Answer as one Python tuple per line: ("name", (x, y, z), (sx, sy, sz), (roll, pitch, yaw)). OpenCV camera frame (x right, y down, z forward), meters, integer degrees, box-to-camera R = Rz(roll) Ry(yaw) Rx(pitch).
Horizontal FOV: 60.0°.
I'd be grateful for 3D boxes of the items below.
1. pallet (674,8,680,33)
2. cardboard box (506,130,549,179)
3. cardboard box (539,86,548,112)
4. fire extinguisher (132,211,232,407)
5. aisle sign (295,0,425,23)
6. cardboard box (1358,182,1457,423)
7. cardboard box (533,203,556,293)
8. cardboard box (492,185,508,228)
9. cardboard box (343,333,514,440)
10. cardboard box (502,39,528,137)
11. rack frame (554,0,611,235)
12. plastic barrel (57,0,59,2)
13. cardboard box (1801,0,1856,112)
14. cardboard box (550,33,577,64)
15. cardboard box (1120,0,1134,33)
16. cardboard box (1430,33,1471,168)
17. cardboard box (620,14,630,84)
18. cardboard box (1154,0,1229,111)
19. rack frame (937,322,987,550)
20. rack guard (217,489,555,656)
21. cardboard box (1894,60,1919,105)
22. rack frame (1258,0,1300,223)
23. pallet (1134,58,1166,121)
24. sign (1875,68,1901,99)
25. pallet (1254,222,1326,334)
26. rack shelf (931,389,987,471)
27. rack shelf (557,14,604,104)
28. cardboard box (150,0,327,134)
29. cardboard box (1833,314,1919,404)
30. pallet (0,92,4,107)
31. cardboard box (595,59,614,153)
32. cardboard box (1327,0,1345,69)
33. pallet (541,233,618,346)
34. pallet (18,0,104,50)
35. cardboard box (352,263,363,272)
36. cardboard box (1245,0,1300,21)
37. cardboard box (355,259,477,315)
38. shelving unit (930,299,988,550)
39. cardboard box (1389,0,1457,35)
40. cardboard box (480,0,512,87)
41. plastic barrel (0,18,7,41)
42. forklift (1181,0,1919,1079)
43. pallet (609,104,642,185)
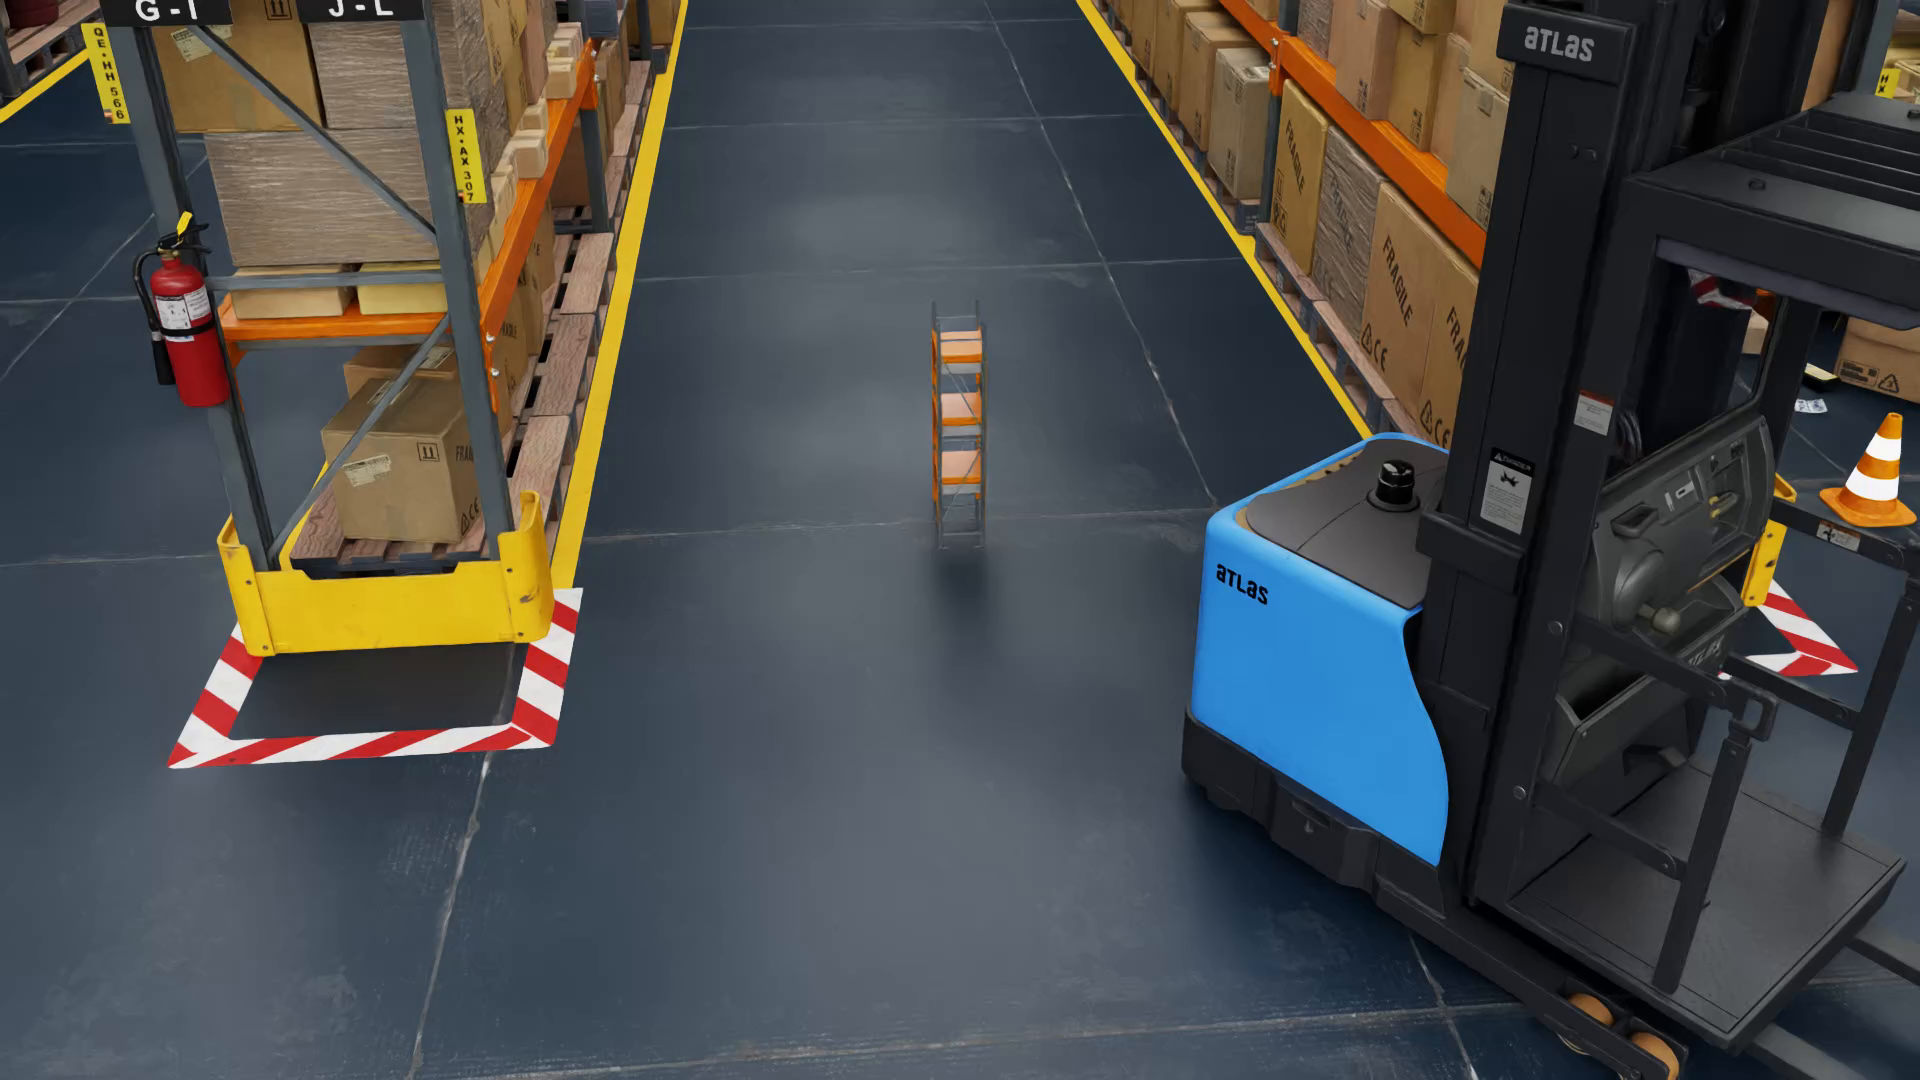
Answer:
("pallet", (-3.083, -4.823, 15.118), (1.003, 0.211, 1.213), (-3, 31, -5))
("cardboard box", (-2.059, -1.727, 7.462), (0.380, 0.149, 0.250), (-3, 31, -5))
("cardboard box", (-2.220, -2.106, 8.096), (0.380, 0.149, 0.250), (-3, 31, -5))
("fire extinguisher", (-2.675, -0.794, 5.730), (0.296, 0.674, 0.183), (-3, 31, -5))
("aisle sign", (-1.922, -2.007, 5.149), (0.394, 0.787, 0.004), (-3, 31, -5))
("cardboard box", (2.508, -1.154, 7.920), (0.875, 0.875, 0.875), (-3, 31, -5))
("cardboard box", (-2.542, -1.559, 8.963), (0.500, 0.500, 0.500), (7, 32, 11))
("cardboard box", (-2.072, -1.341, 6.814), (0.380, 0.149, 0.250), (-3, 31, -5))
("cardboard box", (-2.358, -0.638, 7.421), (0.500, 0.500, 0.500), (5, 31, 8))
("cardboard box", (-2.455, -2.123, 7.492), (0.875, 0.500, 0.500), (-3, 31, -5))
("rack frame", (-2.600, -2.950, 9.264), (1.000, 3.000, 0.127), (-3, 31, -5))
("plastic barrel", (-8.215, -4.977, 14.673), (0.421, 0.512, 0.421), (0, 31, 0))
("cardboard box", (2.725, -1.813, 6.161), (0.875, 0.550, 0.550), (-3, 31, -5))
("cardboard box", (-2.274, -2.618, 8.954), (0.380, 0.149, 0.250), (-3, 31, -5))
("cardboard box", (1.652, -4.609, 14.069), (0.500, 0.500, 0.500), (-3, 31, -5))
("cardboard box", (2.641, -1.917, 7.388), (0.875, 0.550, 0.550), (-3, 31, -5))
("cardboard box", (-2.891, -3.767, 12.640), (0.700, 0.500, 0.500), (-4, 31, -7))
("cardboard box", (2.026, -3.631, 12.189), (1.050, 0.750, 0.750), (-2, 31, -4))
("rack frame", (0.006, -0.416, 6.922), (0.200, 1.050, 0.008), (-3, 31, -5))
("rack guard", (-2.234, 0.126, 6.551), (1.175, 0.500, 0.348), (-3, 31, -5))
("cardboard box", (7.144, -3.112, 11.687), (0.950, 0.372, 0.625), (-1, 31, -1))
("rack frame", (2.348, -3.136, 9.575), (1.000, 3.000, 0.127), (-3, 31, -5))
("pallet", (1.972, -3.575, 13.029), (1.003, 0.211, 1.213), (-3, 31, -5))
("sign", (3.274, -1.523, 5.953), (0.100, 0.325, 0.005), (-3, 31, -5))
("pallet", (2.341, -1.547, 9.634), (1.003, 0.211, 1.213), (-3, 31, -5))
("rack shelf", (-0.005, -0.469, 7.032), (0.215, 0.259, 0.240), (-3, 31, -5))
("rack shelf", (-2.787, -3.662, 11.158), (1.077, 0.370, 4.000), (-3, 31, -5))
("cardboard box", (-2.524, -1.777, 5.937), (0.500, 0.500, 0.500), (-3, 31, -5))
("cardboard box", (4.955, -1.086, 8.578), (0.637, 0.503, 0.797), (27, 40, 37))
("pallet", (-7.871, -3.160, 12.335), (1.003, 0.211, 1.213), (-3, 31, -5))
("cardboard box", (-2.715, -2.910, 11.206), (0.700, 0.500, 0.500), (-5, 31, -9))
("cardboard box", (2.468, -2.733, 8.754), (0.875, 0.550, 0.550), (-3, 31, -5))
("pallet", (-2.502, -1.412, 9.408), (1.003, 0.211, 1.213), (-3, 31, -5))
("pallet", (-8.131, -4.580, 14.712), (1.003, 0.211, 1.213), (-3, 31, -5))
("cardboard box", (-2.481, -1.063, 6.350), (0.380, 0.149, 0.250), (-3, 31, -5))
("cardboard box", (2.033, -3.433, 9.974), (0.500, 0.500, 0.500), (-3, 31, -5))
("cardboard box", (-2.016, -0.957, 6.172), (0.380, 0.149, 0.250), (-3, 31, -5))
("shelving unit", (-0.005, -0.478, 7.027), (0.215, 1.050, 0.252), (-3, 31, -5))
("cardboard box", (2.486, -2.646, 7.556), (0.875, 0.550, 0.500), (-3, 31, -5))
("cardboard box", (-2.046, -2.057, 6.406), (0.500, 0.500, 0.500), (-3, 31, -5))
("plastic barrel", (-7.968, -4.253, 13.151), (0.600, 0.830, 0.708), (-3, 31, -5))
("forklift", (2.113, -0.004, 4.398), (1.130, 2.935, 3.031), (-24, 38, -34))
("pallet", (-2.791, -2.775, 11.689), (1.003, 0.211, 1.213), (-3, 31, -5))
